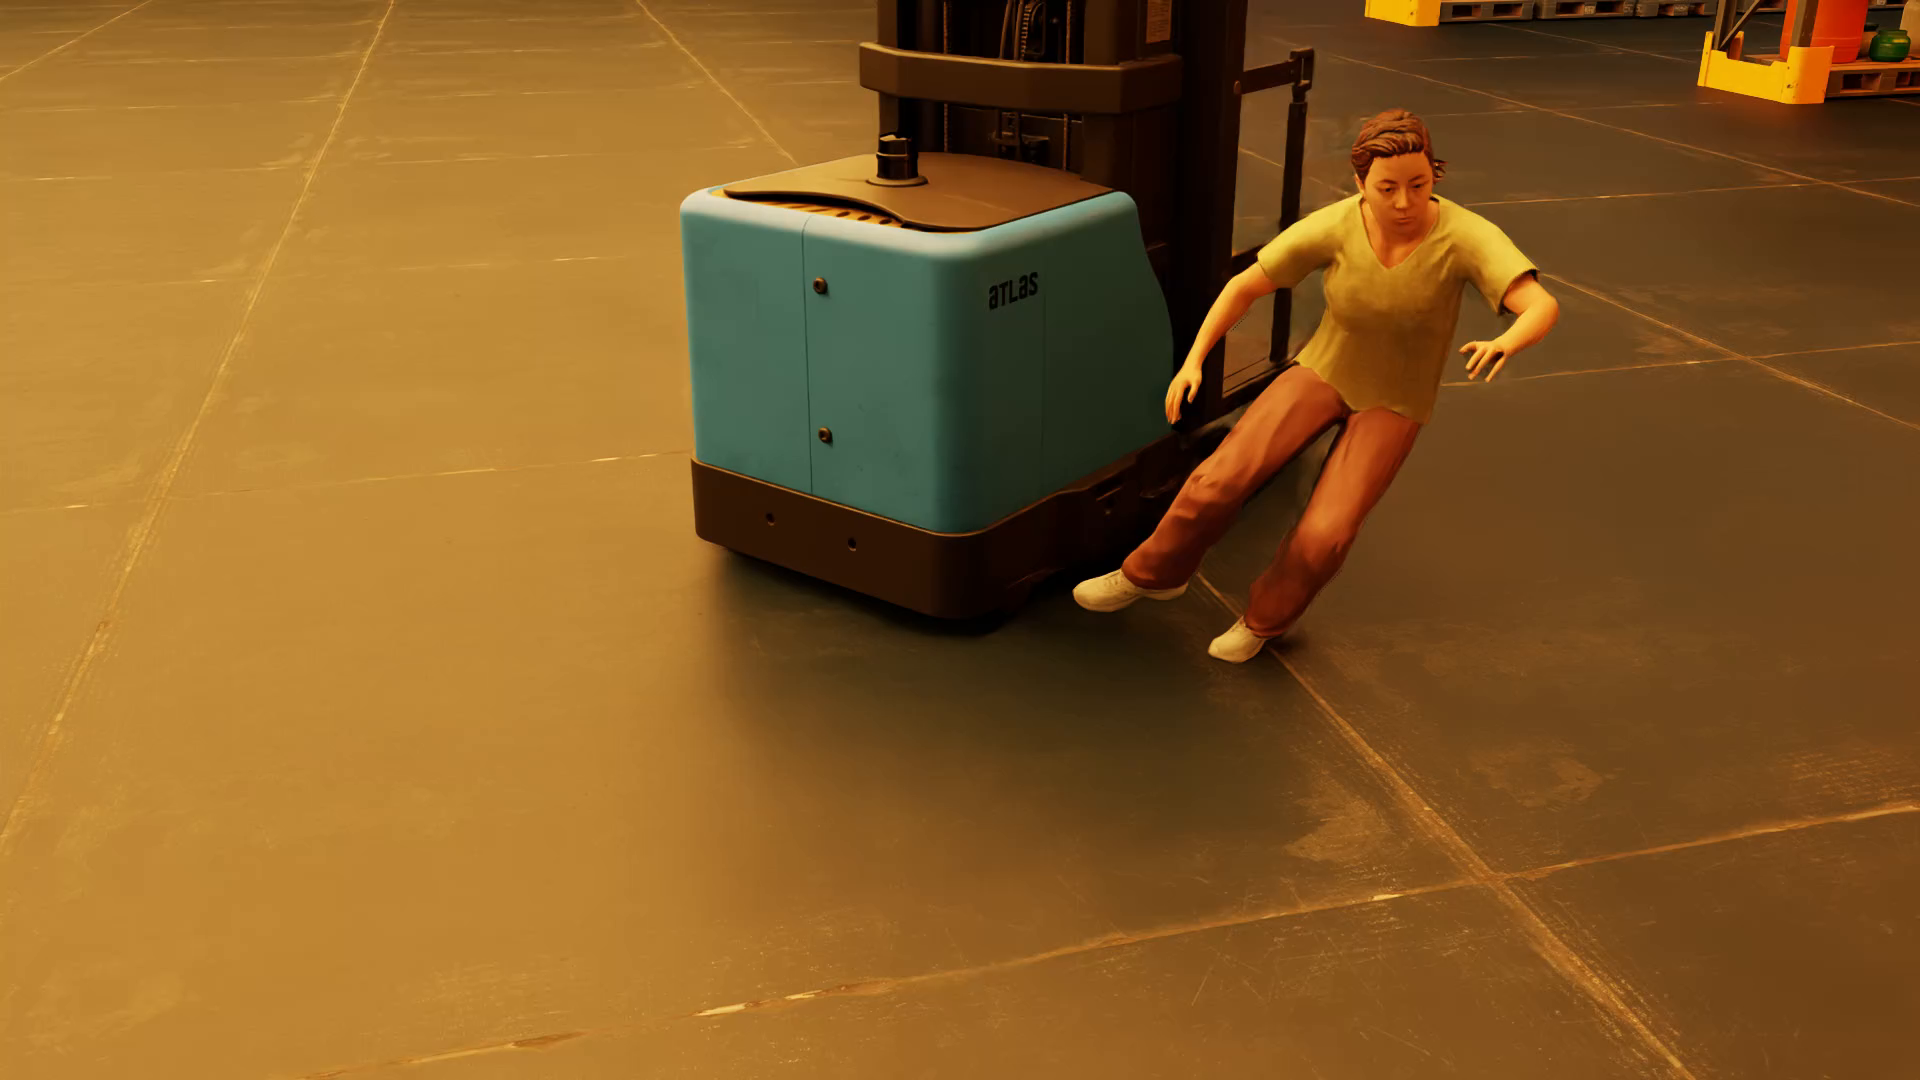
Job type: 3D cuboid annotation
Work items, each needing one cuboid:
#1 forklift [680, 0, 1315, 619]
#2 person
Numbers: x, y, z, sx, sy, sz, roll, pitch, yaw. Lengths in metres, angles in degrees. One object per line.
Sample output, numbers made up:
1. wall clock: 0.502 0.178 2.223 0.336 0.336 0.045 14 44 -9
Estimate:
1. forklift: 0.508 -1.651 5.190 1.130 2.935 3.031 17 28 34
2. person: 0.792 -0.290 3.926 1.100 1.431 0.828 7 24 15
